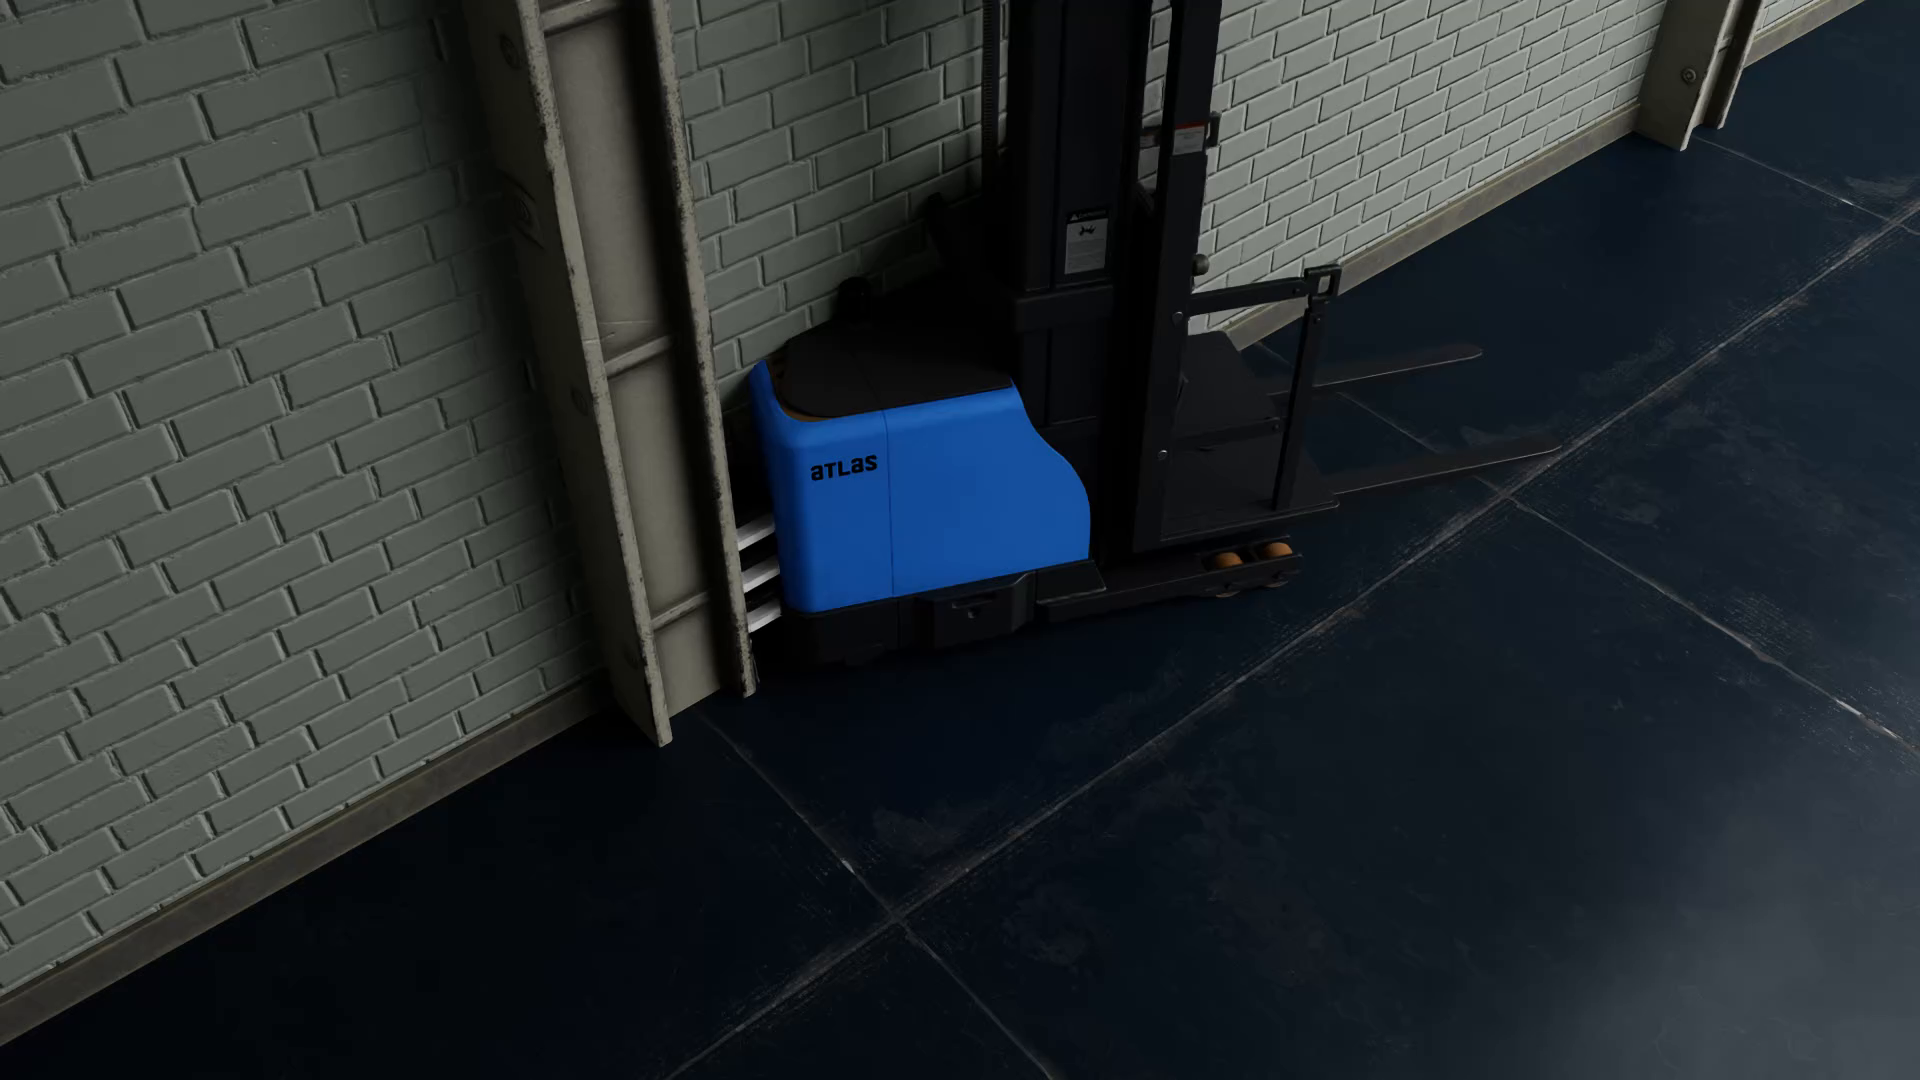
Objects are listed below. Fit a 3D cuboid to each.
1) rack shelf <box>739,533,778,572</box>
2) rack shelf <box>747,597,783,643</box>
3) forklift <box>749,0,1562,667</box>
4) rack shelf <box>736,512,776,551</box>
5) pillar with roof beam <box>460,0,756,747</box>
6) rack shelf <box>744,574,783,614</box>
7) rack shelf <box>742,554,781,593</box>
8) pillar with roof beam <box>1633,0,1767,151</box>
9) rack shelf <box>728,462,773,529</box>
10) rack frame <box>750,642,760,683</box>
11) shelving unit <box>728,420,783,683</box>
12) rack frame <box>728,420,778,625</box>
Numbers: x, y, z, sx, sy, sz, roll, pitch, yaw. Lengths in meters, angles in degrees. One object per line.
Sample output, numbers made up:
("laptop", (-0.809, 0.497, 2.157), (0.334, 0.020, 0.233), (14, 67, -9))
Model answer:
("rack shelf", (-0.720, 0.011, 5.480), (0.200, 0.077, 0.258), (-30, 48, -24))
("rack shelf", (-0.699, 0.209, 5.662), (0.200, 0.077, 0.258), (-30, 48, -24))
("forklift", (0.738, -1.198, 5.385), (3.031, 2.935, 1.130), (-11, 44, -11))
("rack shelf", (-0.726, -0.055, 5.419), (0.200, 0.077, 0.258), (-30, 48, -24))
("pillar with roof beam", (1.816, -0.497, 0.206), (0.400, 9.000, 9.100), (-30, 51, -28))
("rack shelf", (-0.706, 0.143, 5.601), (0.200, 0.077, 0.258), (-30, 48, -24))
("rack shelf", (-0.713, 0.077, 5.541), (0.200, 0.077, 0.258), (-30, 48, -24))
("pillar with roof beam", (6.418, -3.132, 3.012), (0.400, 9.000, 9.100), (-30, 51, -28))
("rack shelf", (-0.733, -0.121, 5.358), (0.200, 0.077, 0.258), (-30, 48, -24))
("rack frame", (-0.796, 0.099, 5.477), (0.006, 0.900, 0.240), (-30, 48, -24))
("shelving unit", (-0.715, 0.053, 5.518), (0.210, 0.900, 0.258), (-30, 48, -24))
("rack frame", (-0.635, 0.006, 5.560), (0.006, 0.900, 0.240), (-30, 48, -24))
